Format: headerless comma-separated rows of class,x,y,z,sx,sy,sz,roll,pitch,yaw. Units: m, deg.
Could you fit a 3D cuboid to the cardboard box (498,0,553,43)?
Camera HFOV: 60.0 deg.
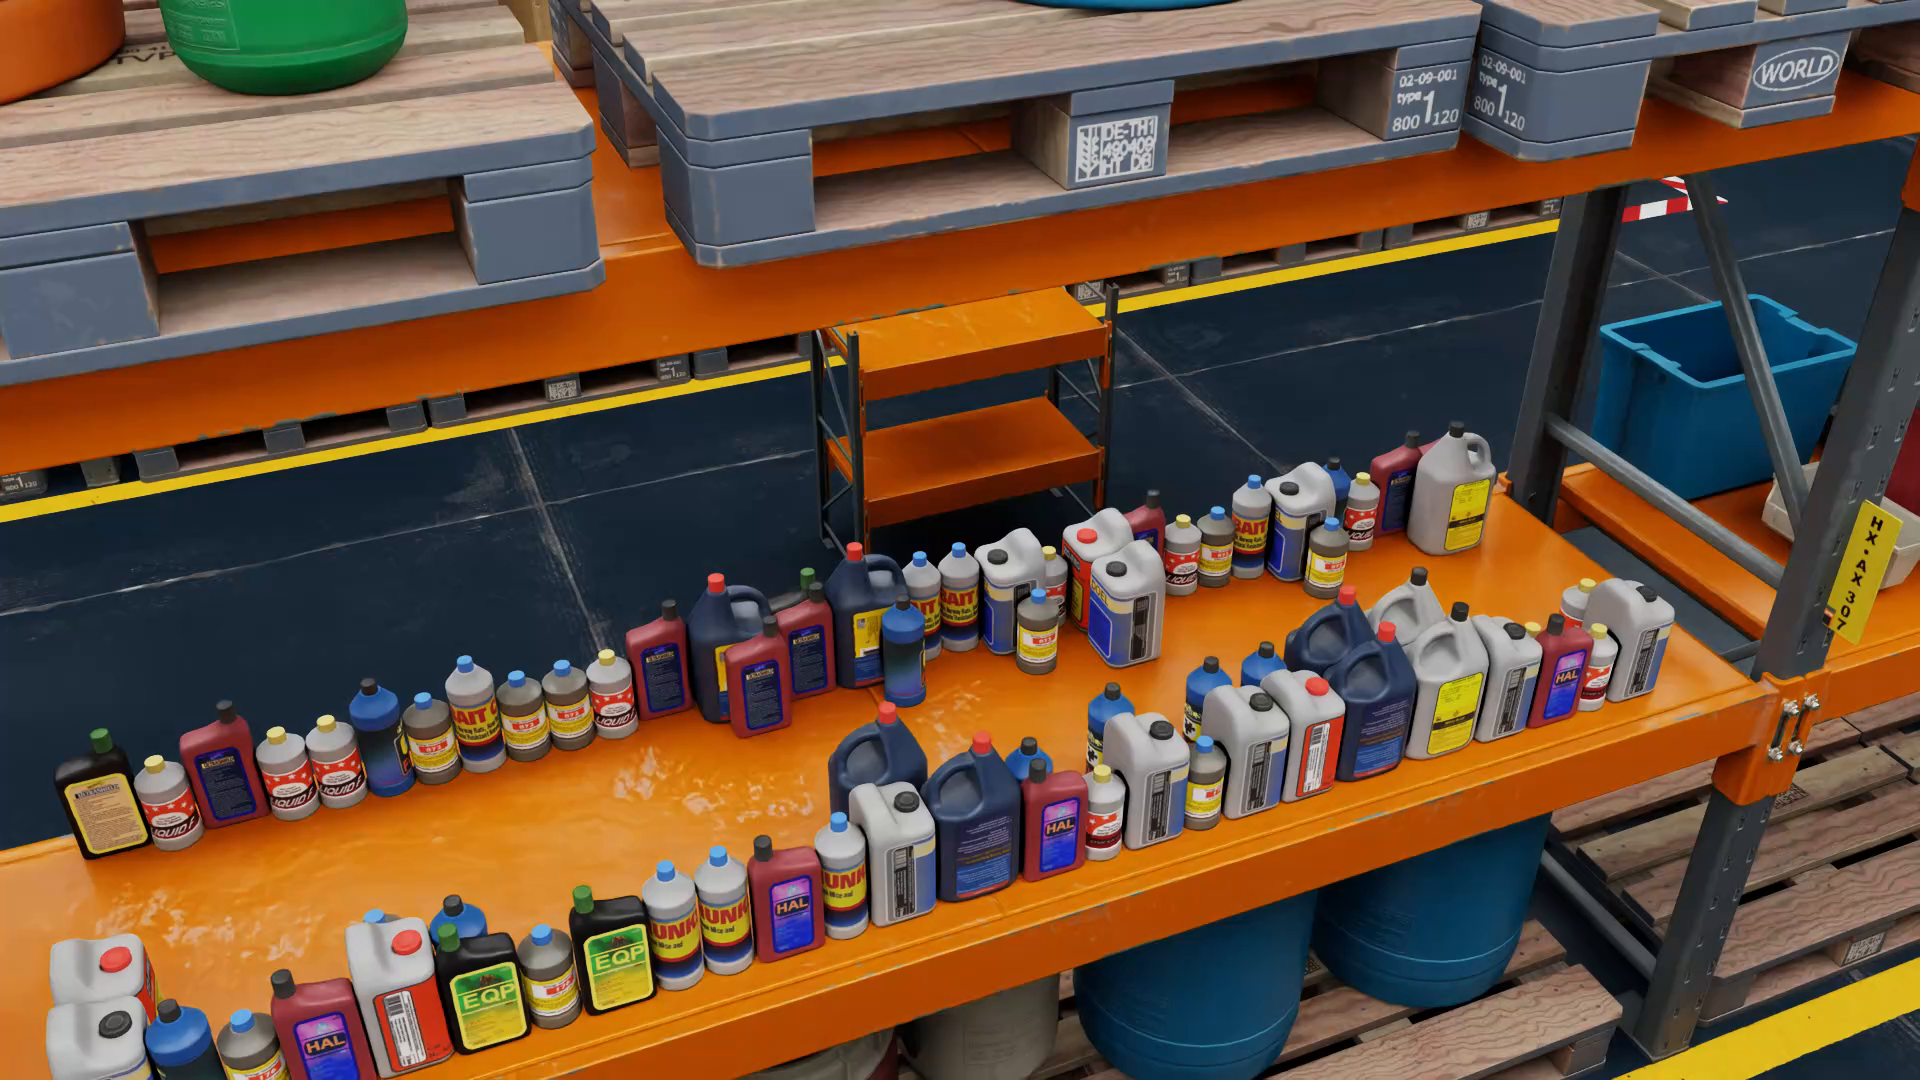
cardboard box,-1.762,-2.393,7.201,0.500,0.500,0.700,-23,39,-31

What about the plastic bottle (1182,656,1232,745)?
plastic bottle,0.527,0.365,3.556,0.097,0.271,0.097,0,33,0

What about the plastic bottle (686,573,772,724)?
plastic bottle,-0.507,0.224,3.701,0.185,0.351,0.144,-13,35,-19

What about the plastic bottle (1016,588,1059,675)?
plastic bottle,0.180,0.205,3.867,0.097,0.201,0.097,0,33,0

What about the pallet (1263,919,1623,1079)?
pallet,1.029,1.223,4.677,1.213,0.211,1.003,-13,35,-19

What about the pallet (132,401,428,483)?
pallet,-3.142,-0.705,7.639,1.213,0.211,1.003,-13,35,-19

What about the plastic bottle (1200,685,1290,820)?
plastic bottle,0.593,0.422,3.465,0.135,0.276,0.152,-13,35,-19

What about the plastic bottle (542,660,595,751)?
plastic bottle,-0.859,0.353,3.639,0.097,0.201,0.097,0,33,0

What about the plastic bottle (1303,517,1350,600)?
plastic bottle,0.911,0.038,4.124,0.097,0.201,0.097,0,33,0

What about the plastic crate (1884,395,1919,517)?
plastic crate,2.677,-0.202,4.196,0.583,0.464,0.402,-13,35,-19

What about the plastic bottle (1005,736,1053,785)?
plastic bottle,0.136,0.509,3.336,0.097,0.271,0.097,0,33,0

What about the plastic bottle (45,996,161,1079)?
plastic bottle,-1.407,0.880,2.761,0.135,0.276,0.152,-13,35,-19

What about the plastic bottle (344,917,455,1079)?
plastic bottle,-0.981,0.782,2.911,0.135,0.276,0.152,-13,35,-19

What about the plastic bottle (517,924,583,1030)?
plastic bottle,-0.740,0.775,2.991,0.097,0.201,0.097,0,33,0

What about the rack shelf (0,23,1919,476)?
rack shelf,-0.087,-0.621,2.864,4.000,0.370,1.077,-13,35,-19

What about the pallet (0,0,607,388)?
pallet,-1.188,-0.534,2.242,1.213,0.211,1.003,-13,35,-19

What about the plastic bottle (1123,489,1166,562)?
plastic bottle,0.435,0.012,4.089,0.133,0.283,0.061,-13,35,-19

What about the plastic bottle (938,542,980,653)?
plastic bottle,-0.003,0.128,3.922,0.097,0.271,0.097,0,33,0

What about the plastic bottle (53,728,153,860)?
plastic bottle,-1.724,0.506,3.329,0.133,0.283,0.061,-13,35,-19

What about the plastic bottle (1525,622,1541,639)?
plastic bottle,1.276,0.277,3.756,0.097,0.201,0.097,0,33,0

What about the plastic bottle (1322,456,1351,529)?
plastic bottle,0.941,-0.089,4.254,0.097,0.271,0.097,0,33,0

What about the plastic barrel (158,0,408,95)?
plastic barrel,-0.865,-0.719,2.112,0.294,0.245,0.294,0,33,0

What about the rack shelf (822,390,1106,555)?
rack shelf,0.006,-0.268,6.579,1.000,0.278,0.538,-13,35,-19

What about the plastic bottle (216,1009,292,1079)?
plastic bottle,-1.200,0.880,2.829,0.097,0.201,0.097,0,33,0

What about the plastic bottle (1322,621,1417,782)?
plastic bottle,0.865,0.331,3.537,0.185,0.351,0.144,-13,35,-19

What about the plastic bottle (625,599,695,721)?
plastic bottle,-0.670,0.264,3.700,0.133,0.283,0.061,-13,35,-19

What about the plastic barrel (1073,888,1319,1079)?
plastic barrel,0.596,0.872,4.199,0.708,0.901,0.600,-13,35,-19

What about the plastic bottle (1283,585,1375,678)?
plastic bottle,0.810,0.258,3.648,0.185,0.351,0.144,-13,35,-19

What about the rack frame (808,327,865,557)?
rack frame,-0.462,-0.366,6.280,0.032,1.125,0.500,-13,35,-19

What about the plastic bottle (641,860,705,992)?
plastic bottle,-0.527,0.697,3.047,0.097,0.271,0.097,0,33,0

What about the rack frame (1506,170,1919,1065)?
rack frame,1.757,-0.088,4.134,0.127,3.000,1.000,-13,35,-19

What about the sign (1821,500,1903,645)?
sign,1.968,0.073,3.633,0.005,0.325,0.100,-13,35,-19

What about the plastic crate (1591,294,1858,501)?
plastic crate,2.055,-0.376,4.537,0.575,0.384,0.392,-13,35,-19

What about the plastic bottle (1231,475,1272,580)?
plastic bottle,0.728,-0.040,4.178,0.097,0.271,0.097,0,33,0

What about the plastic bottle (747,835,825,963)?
plastic bottle,-0.324,0.656,3.099,0.133,0.283,0.061,-13,35,-19

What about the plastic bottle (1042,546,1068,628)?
plastic bottle,0.211,0.108,4.016,0.097,0.201,0.097,0,33,0

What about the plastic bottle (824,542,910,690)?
plastic bottle,-0.213,0.156,3.804,0.185,0.351,0.144,-13,35,-19

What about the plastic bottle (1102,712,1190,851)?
plastic bottle,0.379,0.471,3.389,0.135,0.276,0.152,-13,35,-19

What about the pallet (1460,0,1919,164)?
pallet,1.072,-1.051,3.038,1.003,0.211,1.213,-13,35,-19

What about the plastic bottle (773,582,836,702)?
plastic bottle,-0.353,0.228,3.756,0.133,0.283,0.061,-13,35,-19

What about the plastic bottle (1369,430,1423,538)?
plastic bottle,1.130,-0.148,4.334,0.133,0.283,0.061,-13,35,-19

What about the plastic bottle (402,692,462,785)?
plastic bottle,-1.128,0.415,3.545,0.097,0.201,0.097,0,33,0

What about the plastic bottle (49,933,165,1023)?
plastic bottle,-1.466,0.804,2.878,0.135,0.276,0.152,-13,35,-19

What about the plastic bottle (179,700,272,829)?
plastic bottle,-1.511,0.457,3.404,0.133,0.283,0.061,-13,35,-19

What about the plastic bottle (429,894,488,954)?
plastic bottle,-0.887,0.743,2.976,0.097,0.271,0.097,0,33,0

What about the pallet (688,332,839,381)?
pallet,-0.893,-1.220,8.431,1.213,0.211,1.003,-13,35,-19

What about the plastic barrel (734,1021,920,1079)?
plastic barrel,-0.446,1.241,3.918,0.708,0.588,0.600,-13,35,-19

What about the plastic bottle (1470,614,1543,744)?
plastic bottle,1.182,0.287,3.672,0.135,0.276,0.152,-13,35,-19

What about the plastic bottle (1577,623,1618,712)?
plastic bottle,1.422,0.280,3.752,0.097,0.201,0.097,0,33,0

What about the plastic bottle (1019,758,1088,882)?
plastic bottle,0.183,0.540,3.277,0.133,0.283,0.061,-13,35,-19

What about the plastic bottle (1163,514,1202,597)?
plastic bottle,0.548,0.031,4.134,0.097,0.201,0.097,0,33,0

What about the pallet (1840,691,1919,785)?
pallet,3.546,0.647,5.563,1.213,0.211,1.003,-13,35,-19

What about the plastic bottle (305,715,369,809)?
plastic bottle,-1.308,0.456,3.481,0.097,0.201,0.097,0,33,0

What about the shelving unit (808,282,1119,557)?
shelving unit,0.006,-0.473,6.445,1.048,1.125,0.538,-13,35,-19

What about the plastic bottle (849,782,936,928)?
plastic bottle,-0.129,0.587,3.211,0.135,0.276,0.152,-13,35,-19

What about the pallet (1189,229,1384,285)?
pallet,1.603,-1.815,9.345,1.213,0.211,1.003,-13,35,-19
